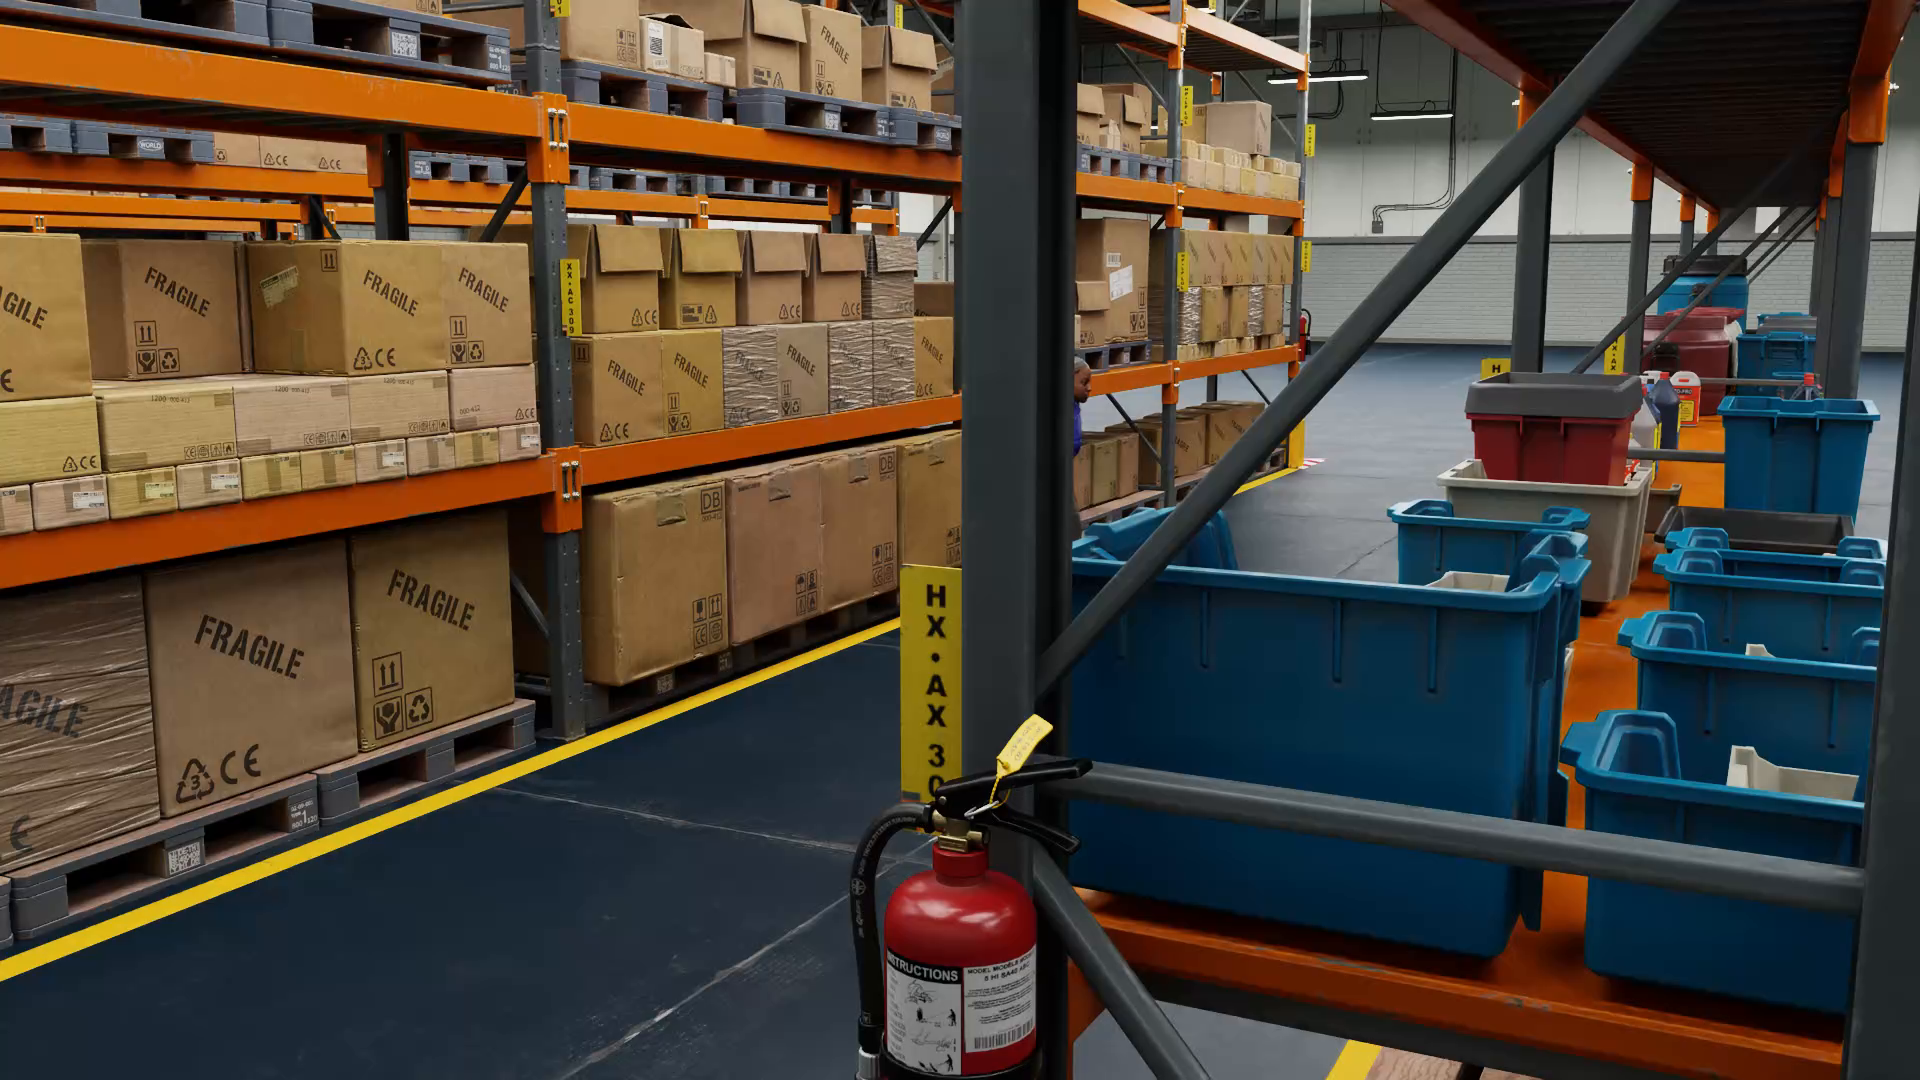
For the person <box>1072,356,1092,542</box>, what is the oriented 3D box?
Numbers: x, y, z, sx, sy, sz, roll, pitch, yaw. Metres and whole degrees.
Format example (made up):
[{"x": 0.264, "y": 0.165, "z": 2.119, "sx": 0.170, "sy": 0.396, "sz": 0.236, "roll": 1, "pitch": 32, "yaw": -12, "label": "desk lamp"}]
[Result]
[{"x": 0.514, "y": -0.147, "z": 8.795, "sx": 0.351, "sy": 1.654, "sz": 0.531, "roll": 4, "pitch": 10, "yaw": 24, "label": "person"}]
